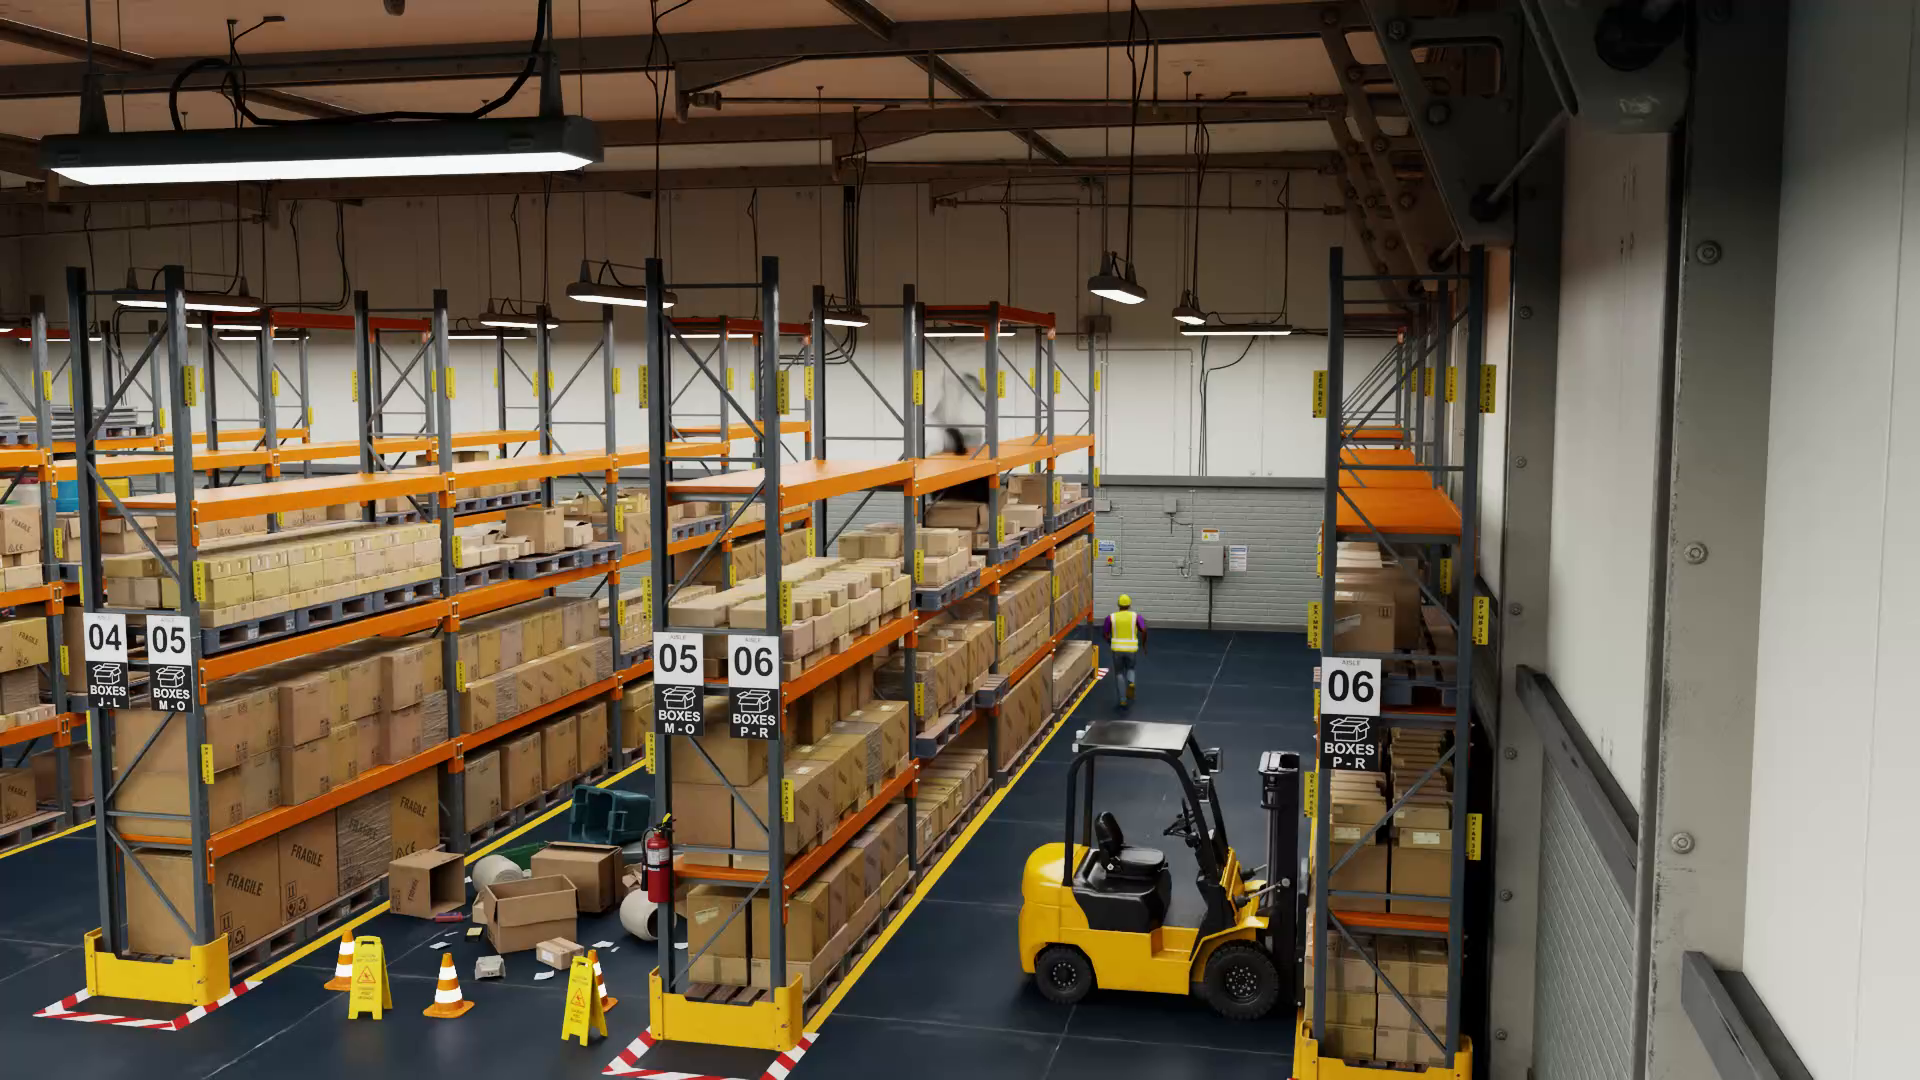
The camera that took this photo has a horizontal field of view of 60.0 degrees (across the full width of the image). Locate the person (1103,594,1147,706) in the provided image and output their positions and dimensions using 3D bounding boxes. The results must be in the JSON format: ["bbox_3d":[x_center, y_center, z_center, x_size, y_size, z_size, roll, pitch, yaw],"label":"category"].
[{"bbox_3d":[2.567,1.696,25.882,0.690,1.710,0.621,1,6,6],"label":"person"}]

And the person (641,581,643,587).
[{"bbox_3d":[-5.200,1.510,28.151,0.702,1.729,0.809,3,6,24],"label":"person"}]
